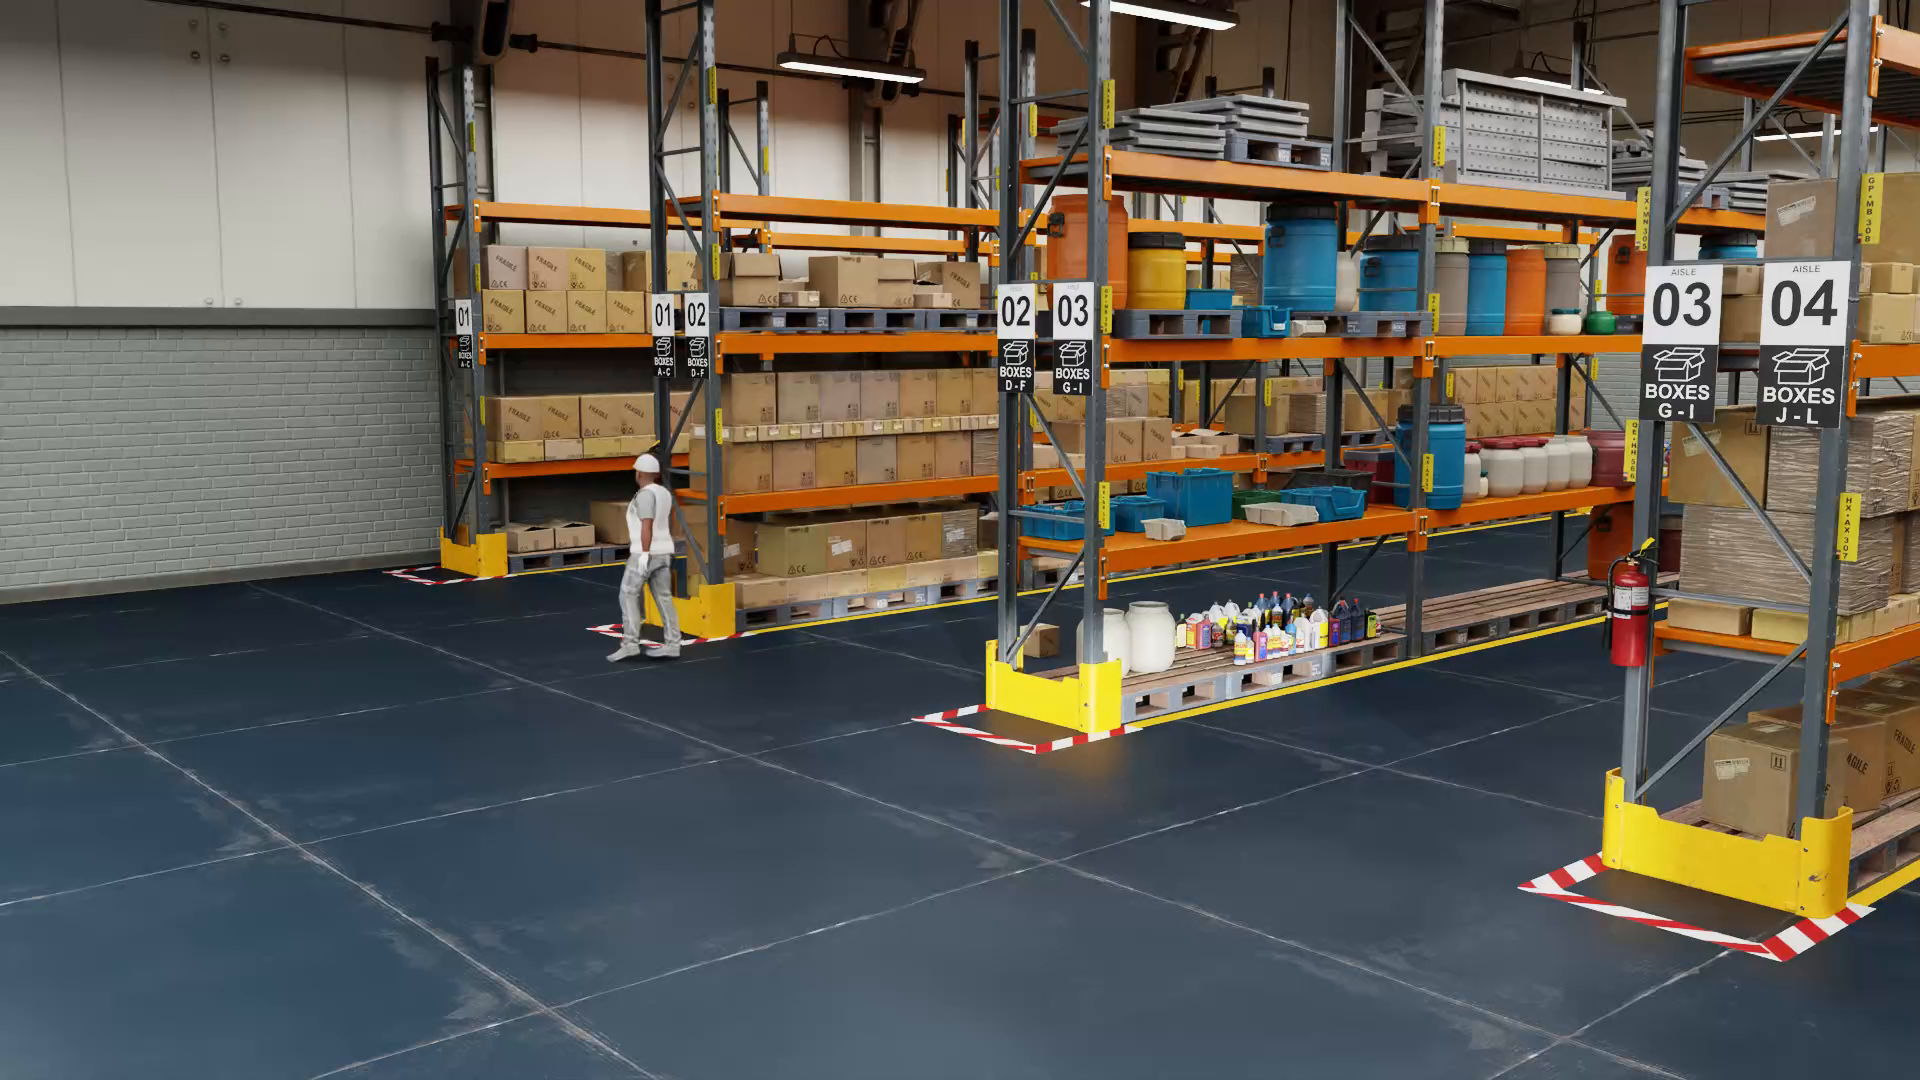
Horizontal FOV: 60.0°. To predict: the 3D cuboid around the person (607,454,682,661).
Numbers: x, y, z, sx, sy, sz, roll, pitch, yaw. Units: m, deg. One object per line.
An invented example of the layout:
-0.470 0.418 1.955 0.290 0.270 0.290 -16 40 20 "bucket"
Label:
-2.724 0.148 14.543 0.604 1.798 0.626 2 8 18 "person"
